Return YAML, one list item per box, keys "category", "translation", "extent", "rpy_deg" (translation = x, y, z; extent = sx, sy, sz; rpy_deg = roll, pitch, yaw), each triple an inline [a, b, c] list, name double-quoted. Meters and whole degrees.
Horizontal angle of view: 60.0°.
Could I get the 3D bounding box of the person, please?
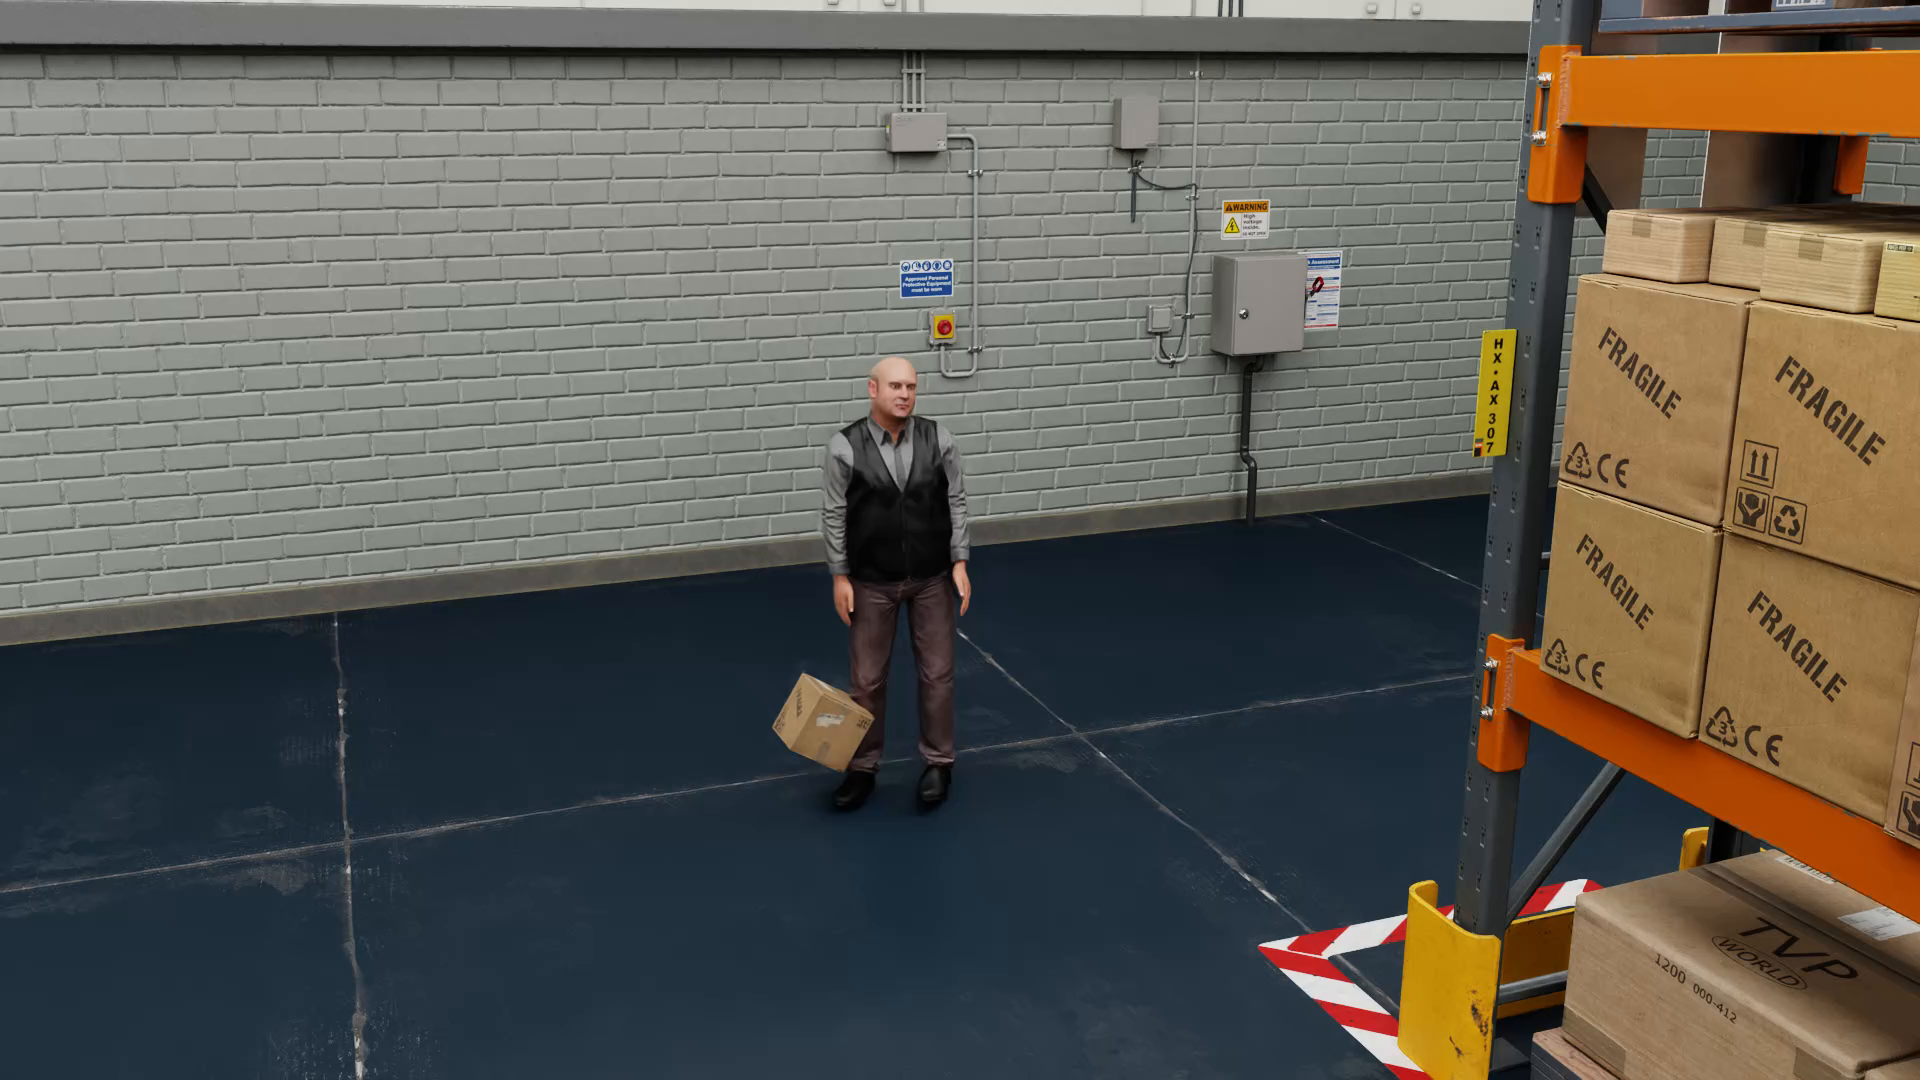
- category: "person"
  translation: [-0.245, 0.166, 6.379]
  extent: [0.559, 1.737, 0.414]
  rpy_deg: [-3, 16, -11]
